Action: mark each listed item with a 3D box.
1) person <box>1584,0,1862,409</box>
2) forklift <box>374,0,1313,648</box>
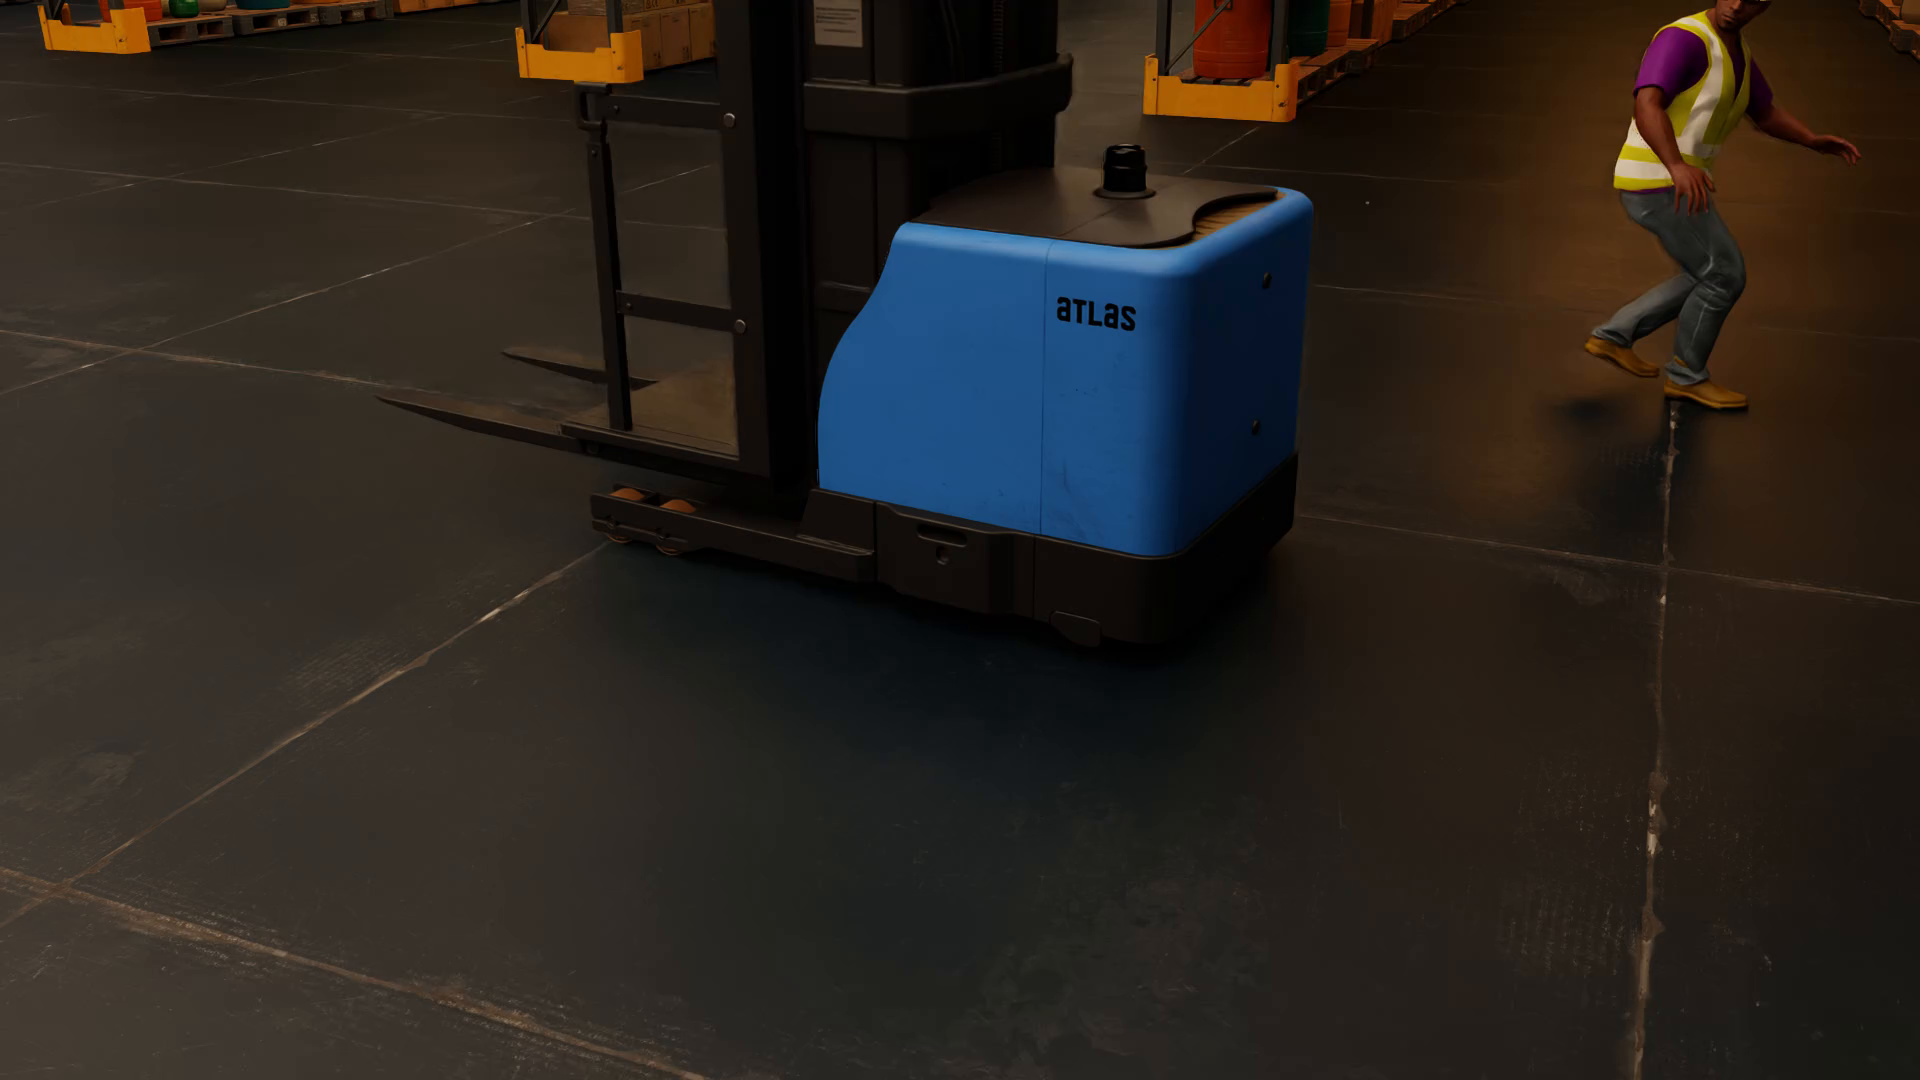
[{"bbox_3d":[2.766,-1.282,6.030,0.817,1.638,0.910,14,26,30],"label":"person"},{"bbox_3d":[-0.533,-1.467,4.802,3.031,2.935,1.130,12,26,27],"label":"forklift"}]
